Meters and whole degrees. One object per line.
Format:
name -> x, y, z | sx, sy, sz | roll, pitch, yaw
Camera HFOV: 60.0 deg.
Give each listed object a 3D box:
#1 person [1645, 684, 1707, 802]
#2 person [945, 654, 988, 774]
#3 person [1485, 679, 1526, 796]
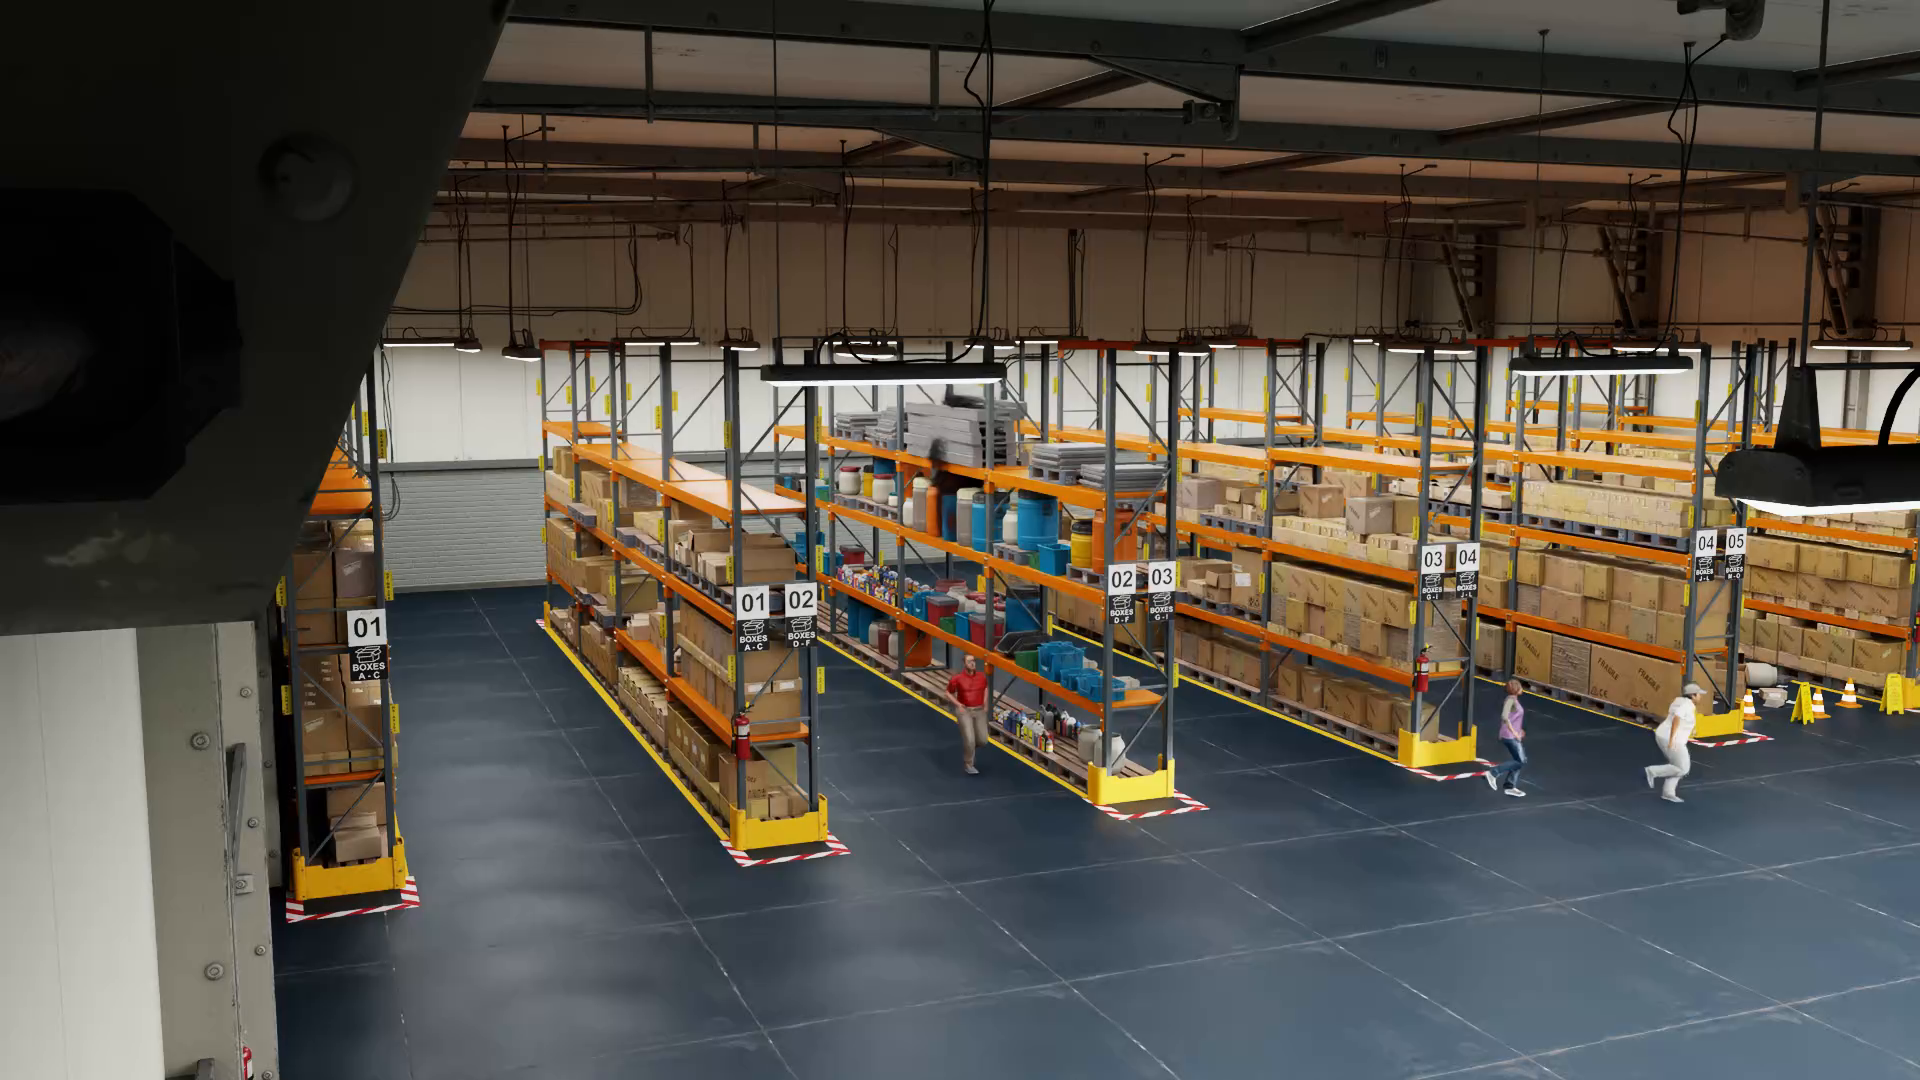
person -> 9.497, 2.699, 22.122 | 0.758, 1.602, 0.599 | 0, 7, 2
person -> 0.128, 2.444, 23.547 | 0.661, 1.672, 0.629 | -3, 8, -23
person -> 7.397, 2.653, 22.502 | 0.527, 1.548, 0.581 | 2, 8, 15
